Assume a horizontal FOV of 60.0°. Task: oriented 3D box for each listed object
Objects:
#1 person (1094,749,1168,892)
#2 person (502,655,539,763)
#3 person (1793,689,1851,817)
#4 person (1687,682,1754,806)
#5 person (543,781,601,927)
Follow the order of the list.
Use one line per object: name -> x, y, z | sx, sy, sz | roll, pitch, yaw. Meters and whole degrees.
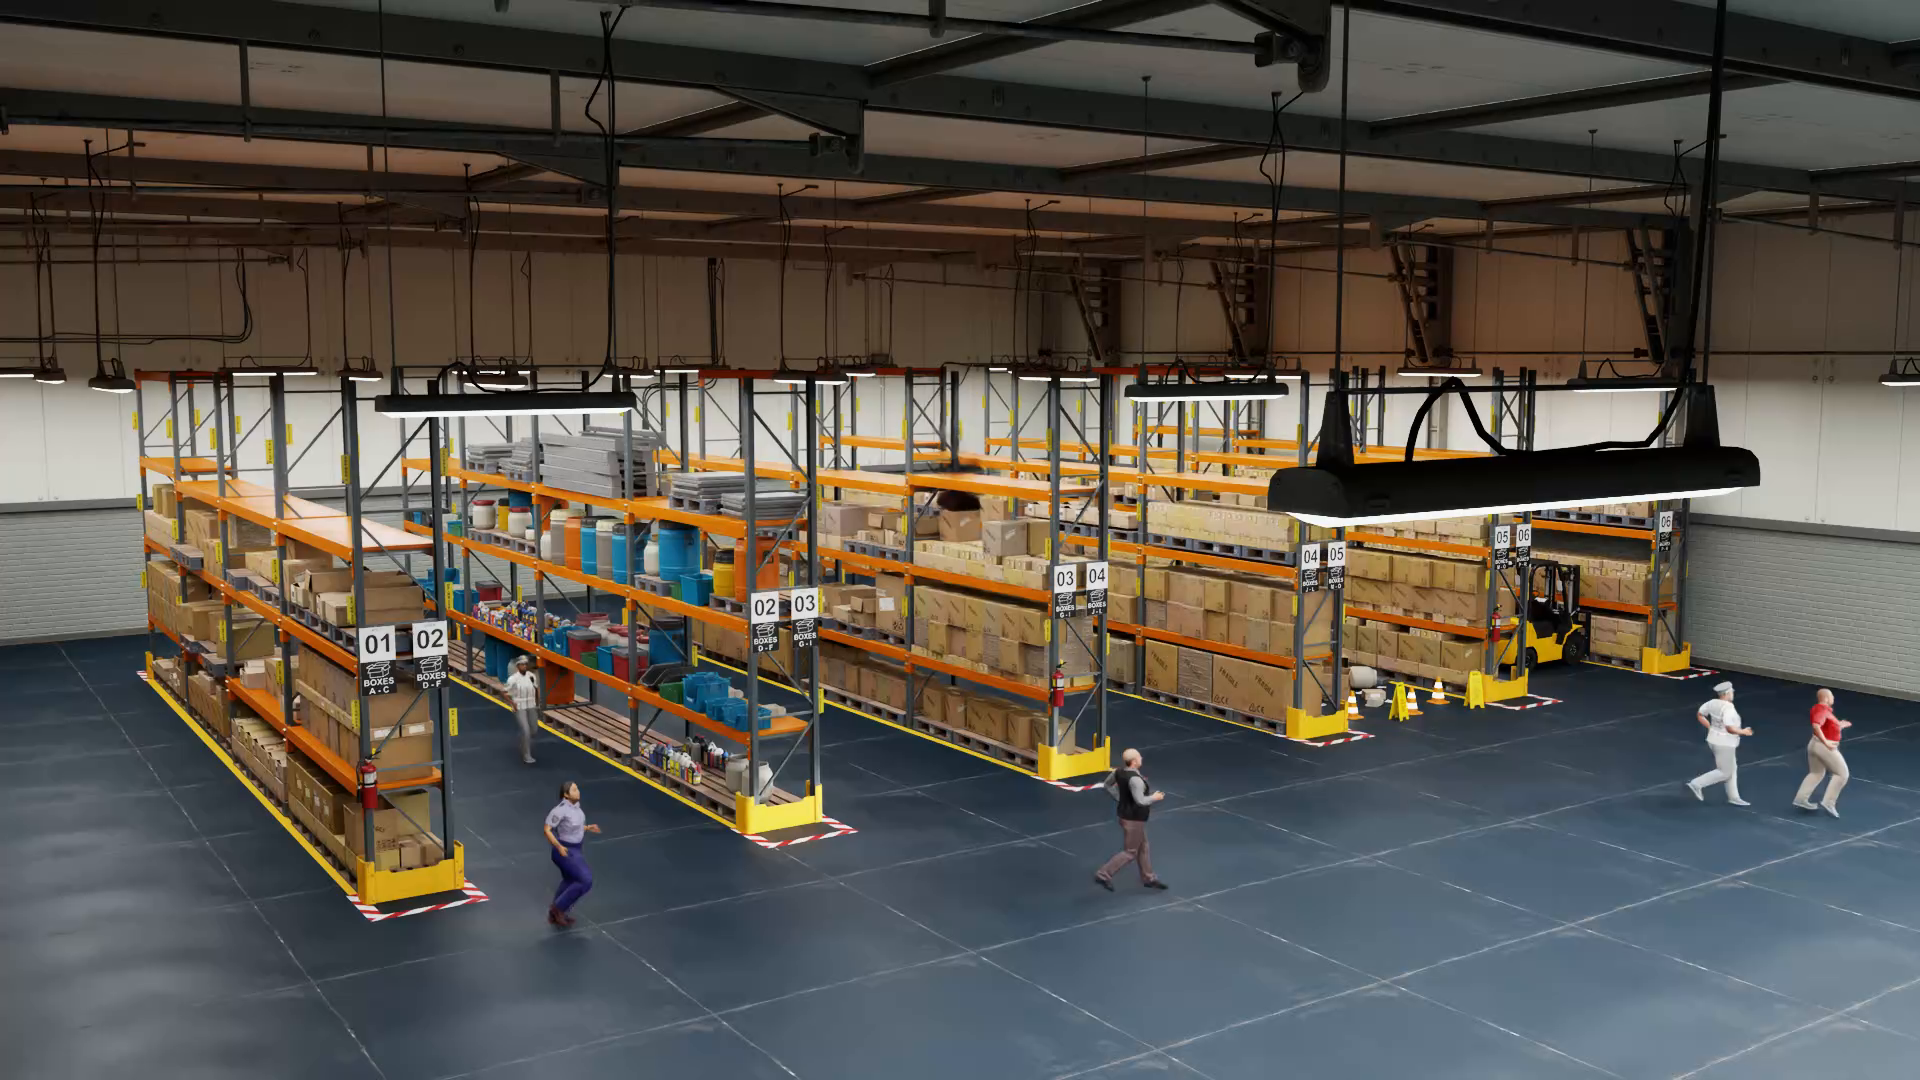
person -> 2.004, 3.364, 19.348 | 0.950, 1.542, 0.657 | -1, 7, -13
person -> -6.790, 2.601, 25.804 | 0.558, 1.650, 0.681 | -5, 8, -40
person -> 11.860, 2.923, 22.793 | 0.725, 1.790, 0.633 | 0, 6, 3
person -> 10.591, 2.851, 23.148 | 0.944, 1.790, 0.664 | 0, 6, -1
person -> -4.278, 3.457, 18.405 | 0.585, 1.606, 0.586 | 0, 6, -1
